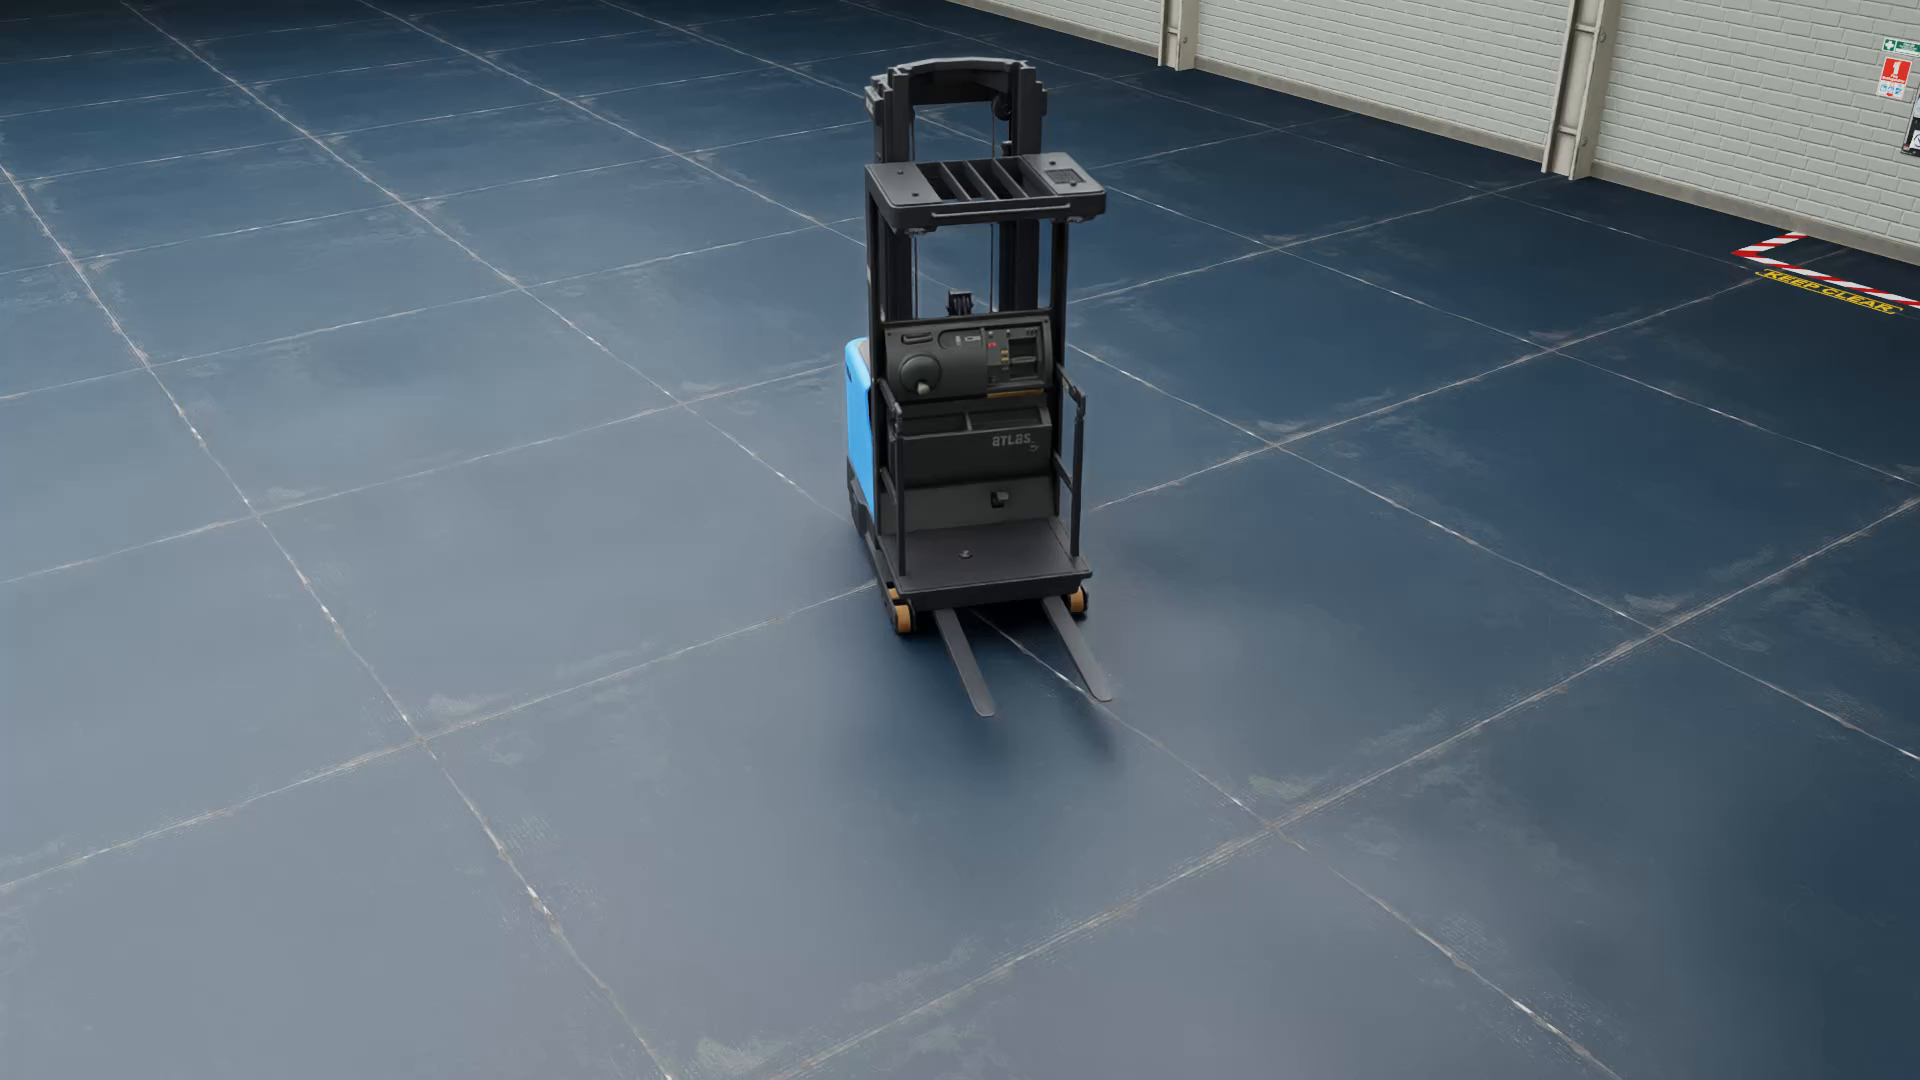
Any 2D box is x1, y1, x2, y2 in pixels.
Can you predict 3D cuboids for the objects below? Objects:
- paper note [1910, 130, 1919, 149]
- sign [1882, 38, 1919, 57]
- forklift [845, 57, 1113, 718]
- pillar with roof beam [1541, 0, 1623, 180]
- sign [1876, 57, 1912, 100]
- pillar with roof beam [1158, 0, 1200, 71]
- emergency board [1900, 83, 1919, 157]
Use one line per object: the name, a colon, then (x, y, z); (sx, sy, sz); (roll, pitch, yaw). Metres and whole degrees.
paper note: (8.318, -3.461, 14.403); (0.016, 0.148, 0.142); (-19, 34, -31)
sign: (8.123, -4.248, 14.336); (0.001, 0.109, 0.331); (-19, 34, -31)
forklift: (0.101, -0.961, 8.948); (1.130, 2.935, 3.031); (-6, 29, -11)
pillar with roof beam: (2.779, -6.566, 12.911); (9.100, 9.000, 0.400); (-19, 34, -31)
sign: (8.127, -4.019, 14.471); (0.001, 0.329, 0.234); (-19, 34, -31)
pillar with roof beam: (-0.701, -8.899, 17.206); (9.100, 9.000, 0.400); (-19, 34, -31)
emergency board: (8.374, -3.769, 14.046); (0.157, 1.169, 0.626); (-19, 34, -31)
